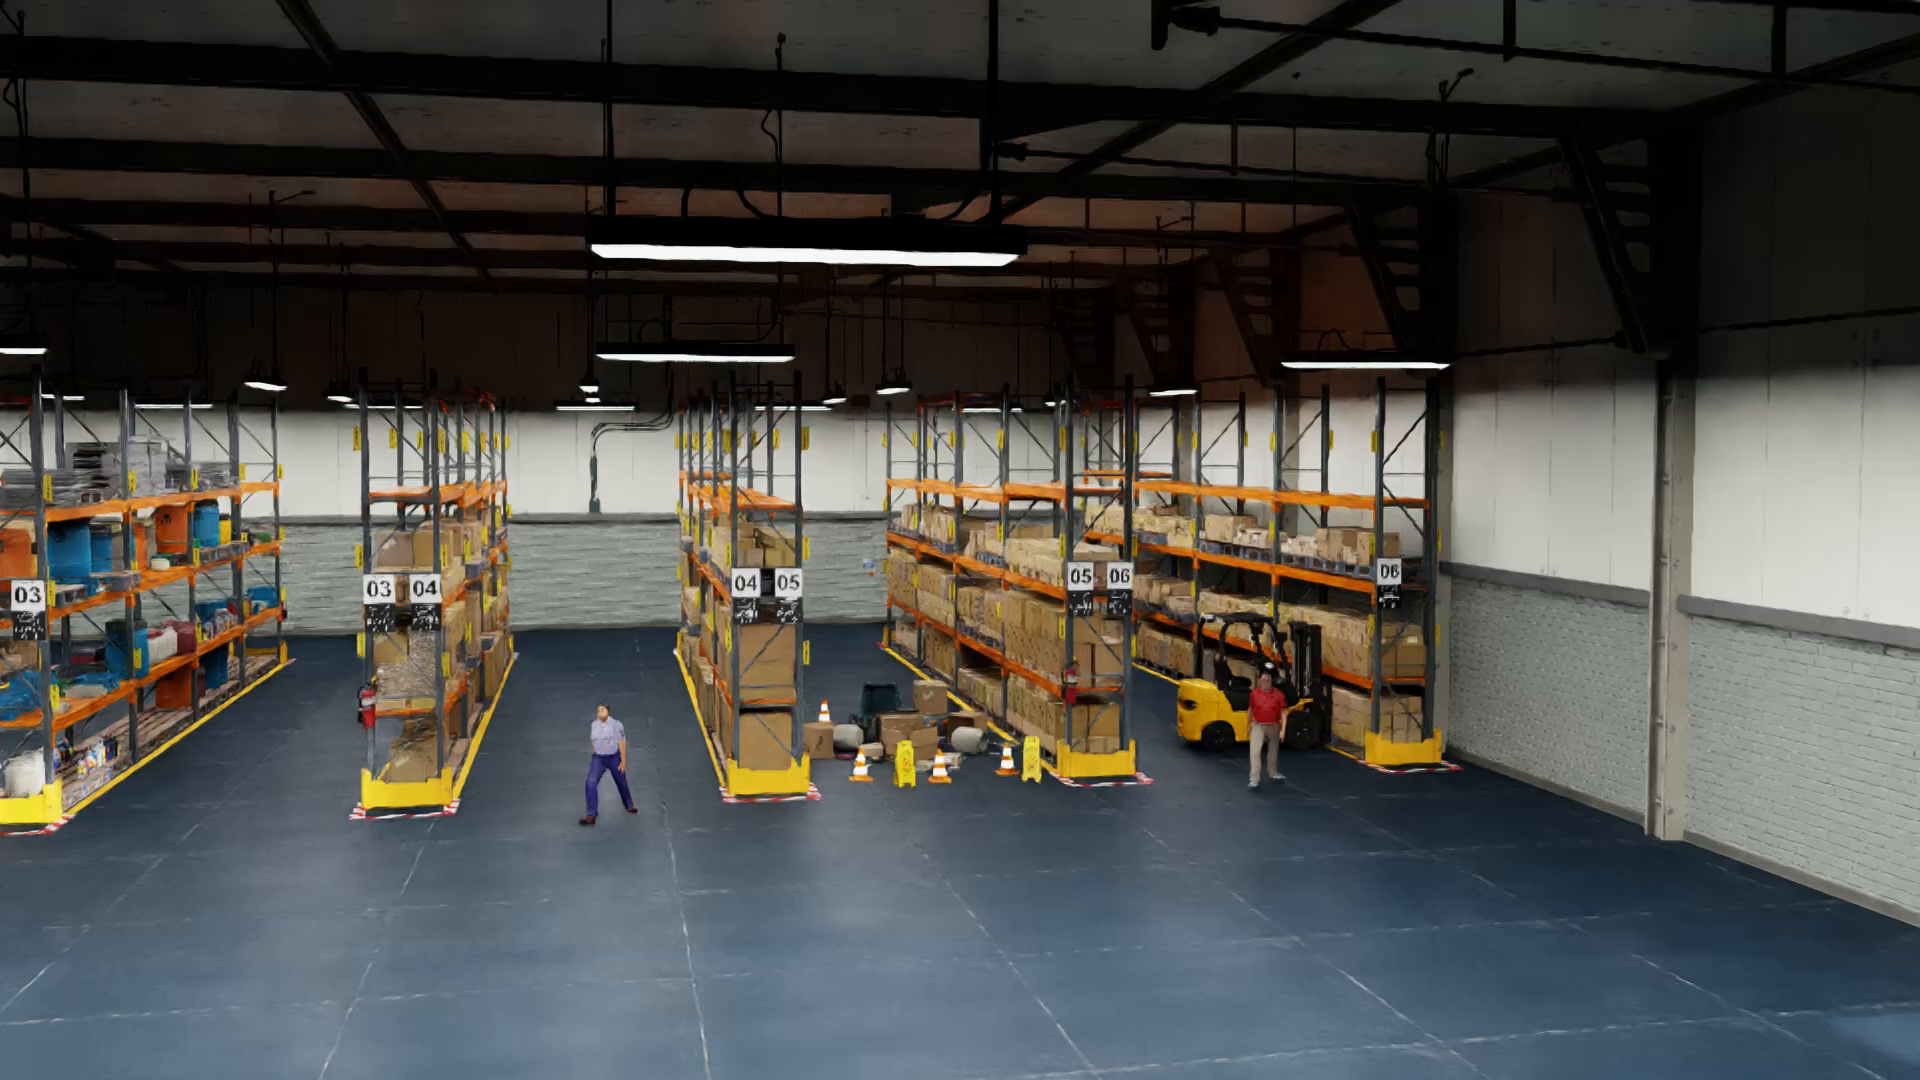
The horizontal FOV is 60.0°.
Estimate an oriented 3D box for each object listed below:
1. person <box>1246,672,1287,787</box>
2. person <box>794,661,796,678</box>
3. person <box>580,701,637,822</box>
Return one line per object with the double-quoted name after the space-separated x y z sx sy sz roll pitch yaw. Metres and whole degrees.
4.451 2.730 24.161 0.584 1.671 0.979 1 3 10 "person"
-3.513 2.038 35.100 0.448 1.730 0.586 -3 5 -43 "person"
-4.638 2.899 21.986 0.530 1.585 0.943 1 3 10 "person"
